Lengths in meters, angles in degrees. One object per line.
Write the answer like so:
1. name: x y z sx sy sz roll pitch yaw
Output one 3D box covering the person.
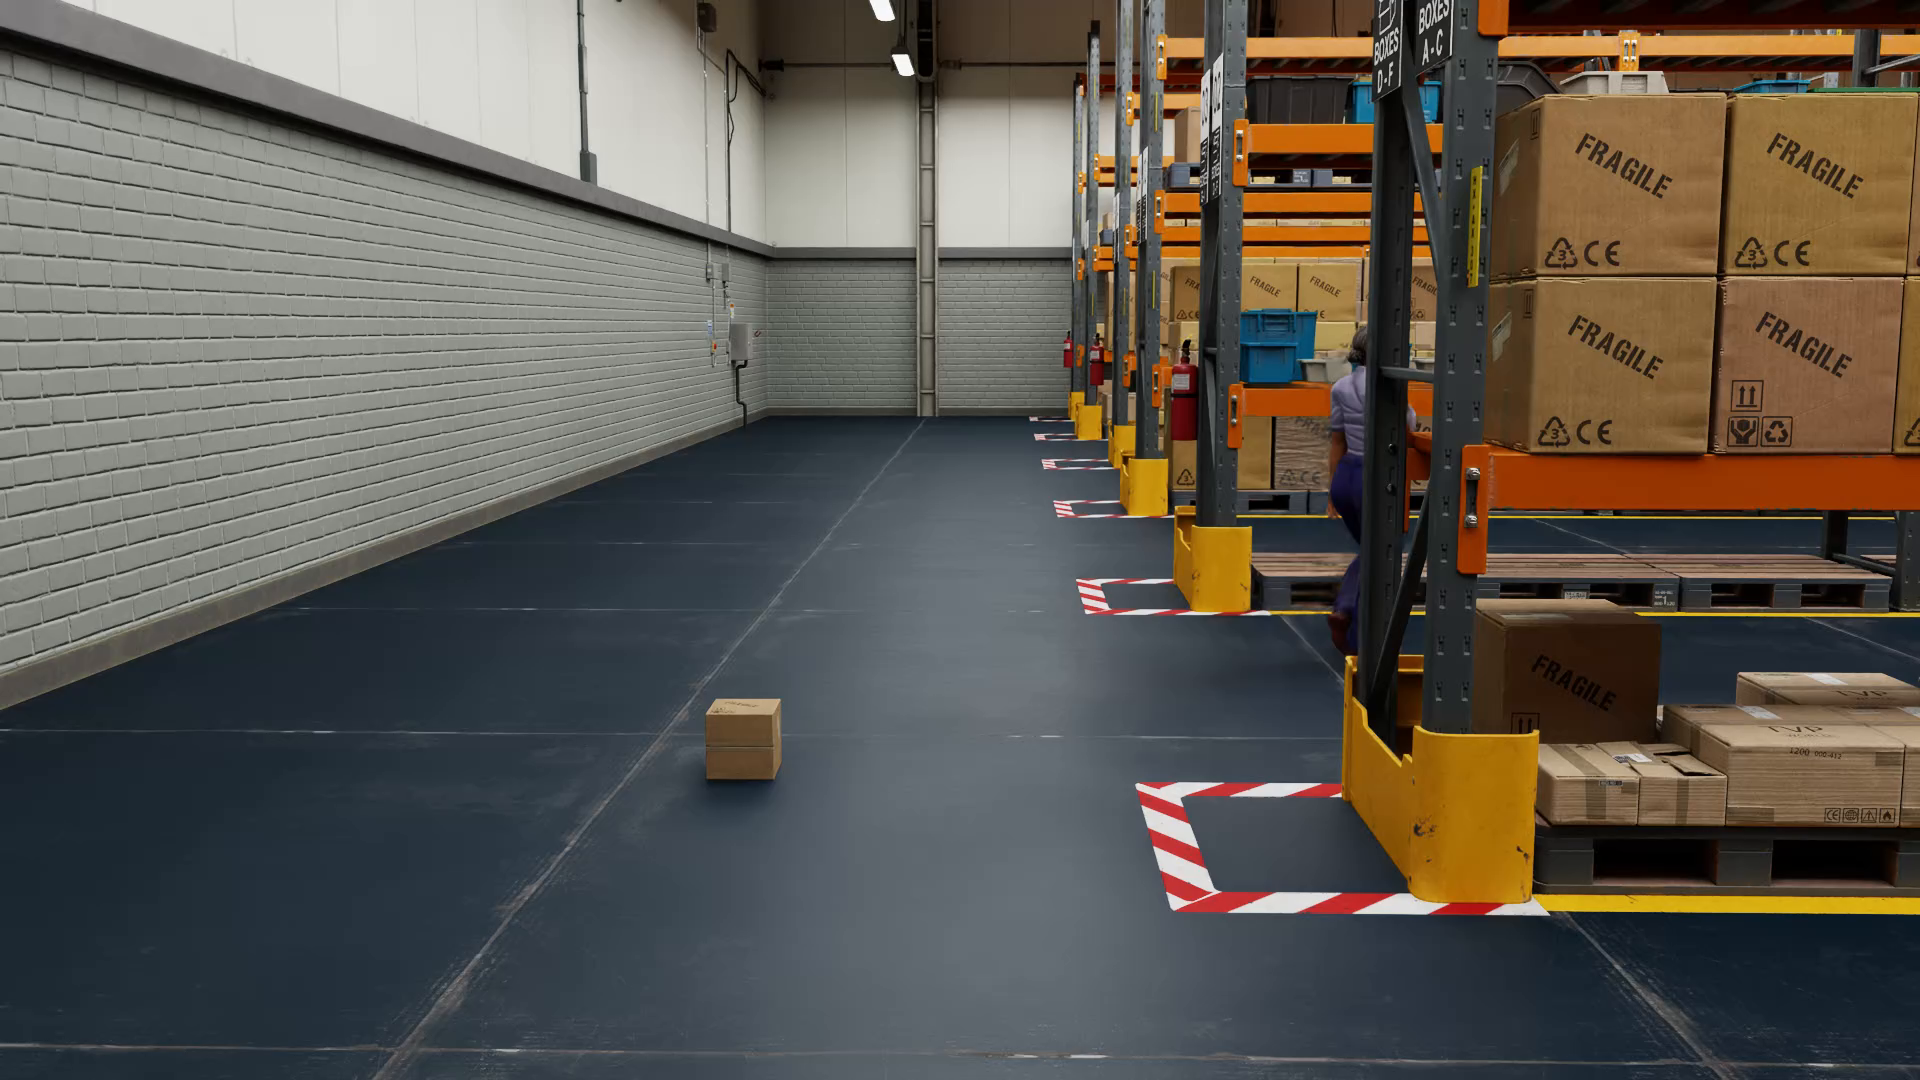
1. person: 2.054 -0.217 8.143 0.433 1.667 0.510 -4 8 -26
